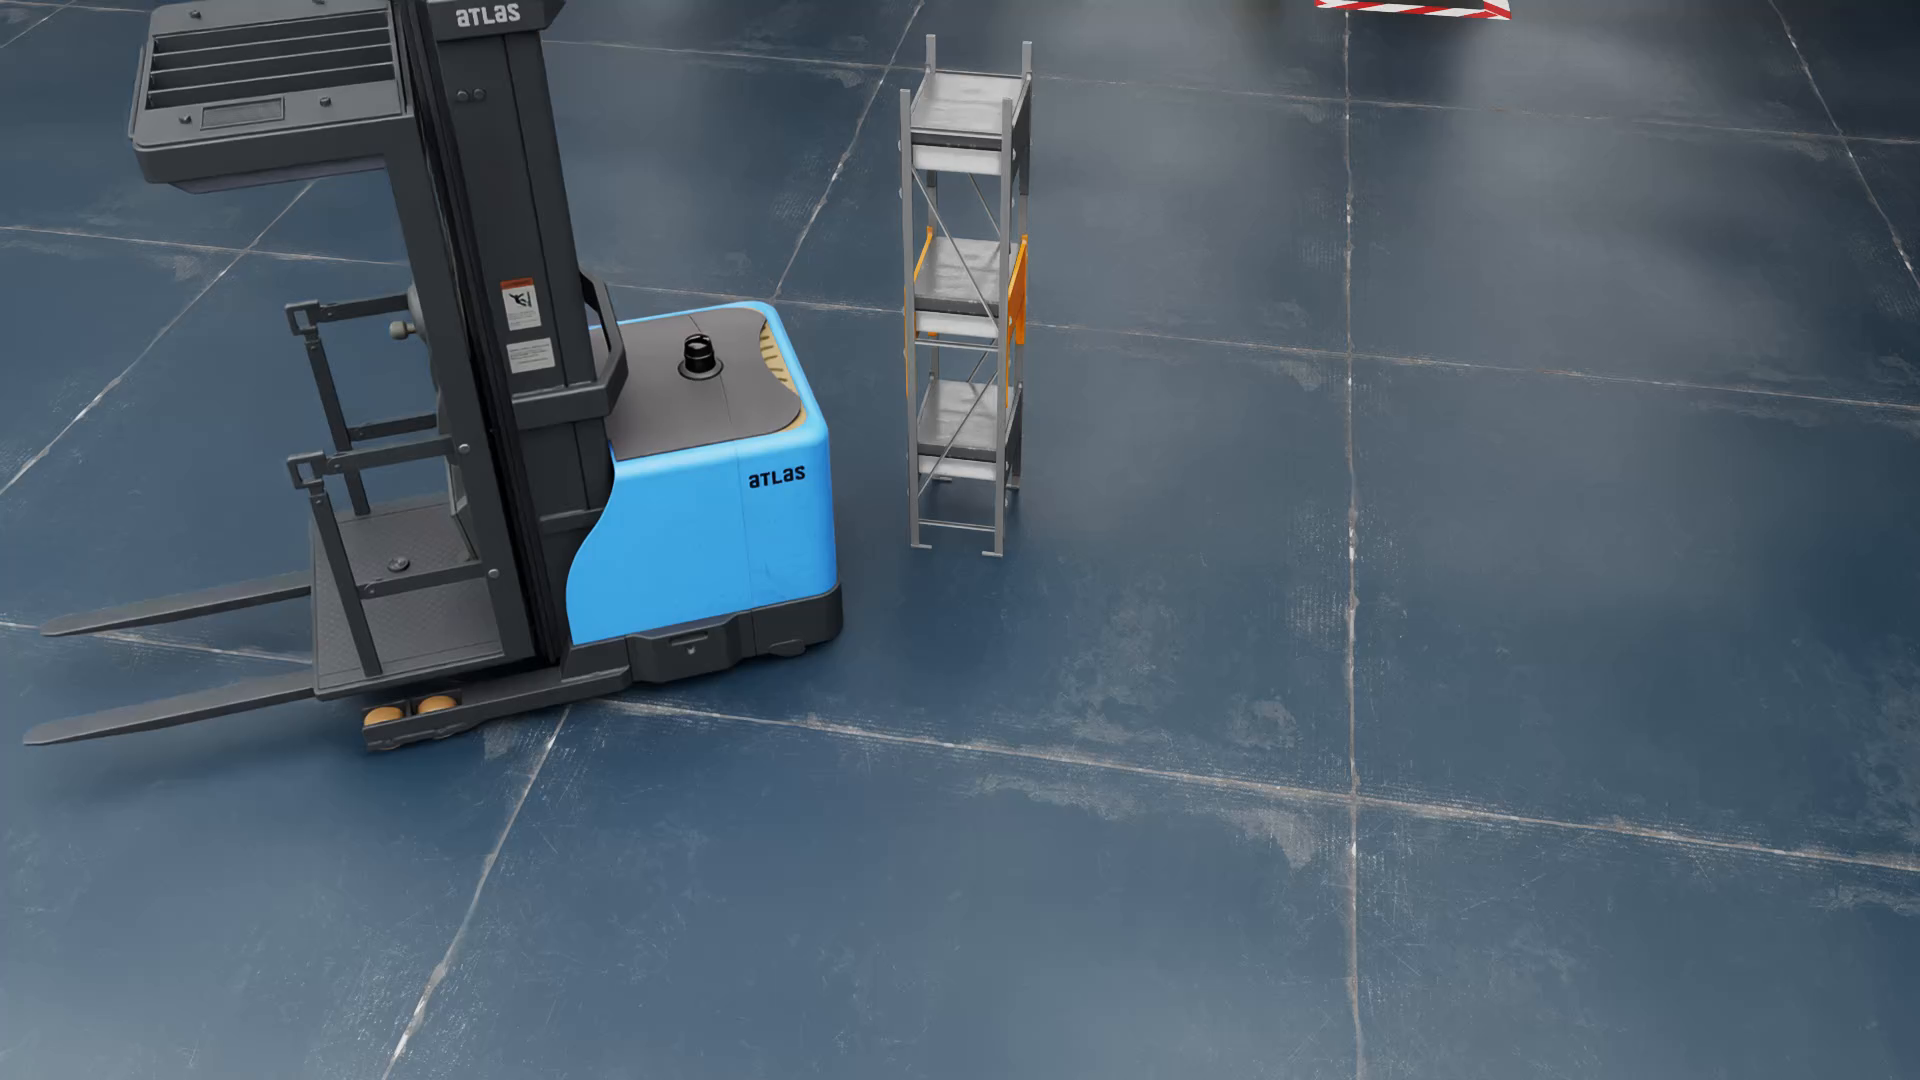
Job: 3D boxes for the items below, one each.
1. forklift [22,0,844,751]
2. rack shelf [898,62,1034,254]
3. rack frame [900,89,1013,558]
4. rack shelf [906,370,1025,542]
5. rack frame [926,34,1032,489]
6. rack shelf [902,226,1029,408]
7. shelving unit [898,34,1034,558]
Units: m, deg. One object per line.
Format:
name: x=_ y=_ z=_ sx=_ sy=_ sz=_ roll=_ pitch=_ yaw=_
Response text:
forklift: x=-2.046 y=-0.715 z=5.814 sx=3.031 sy=2.935 sz=1.130 roll=-11 pitch=41 yaw=-14
rack shelf: x=0.029 y=-1.442 z=6.269 sx=0.431 sy=0.518 sz=0.480 roll=6 pitch=40 yaw=8
rack frame: x=-0.014 y=-0.760 z=6.521 sx=0.400 sy=2.100 sz=0.015 roll=6 pitch=40 yaw=8
rack shelf: x=0.029 y=-0.363 z=7.161 sx=0.431 sy=0.518 sz=0.480 roll=6 pitch=40 yaw=8
rack frame: x=0.071 y=-1.066 z=6.892 sx=0.400 sy=2.100 sz=0.015 roll=6 pitch=40 yaw=8
rack shelf: x=0.029 y=-0.903 z=6.715 sx=0.431 sy=0.518 sz=0.480 roll=6 pitch=40 yaw=8
shelving unit: x=0.029 y=-0.913 z=6.707 sx=0.431 sy=2.100 sz=0.503 roll=6 pitch=40 yaw=8
